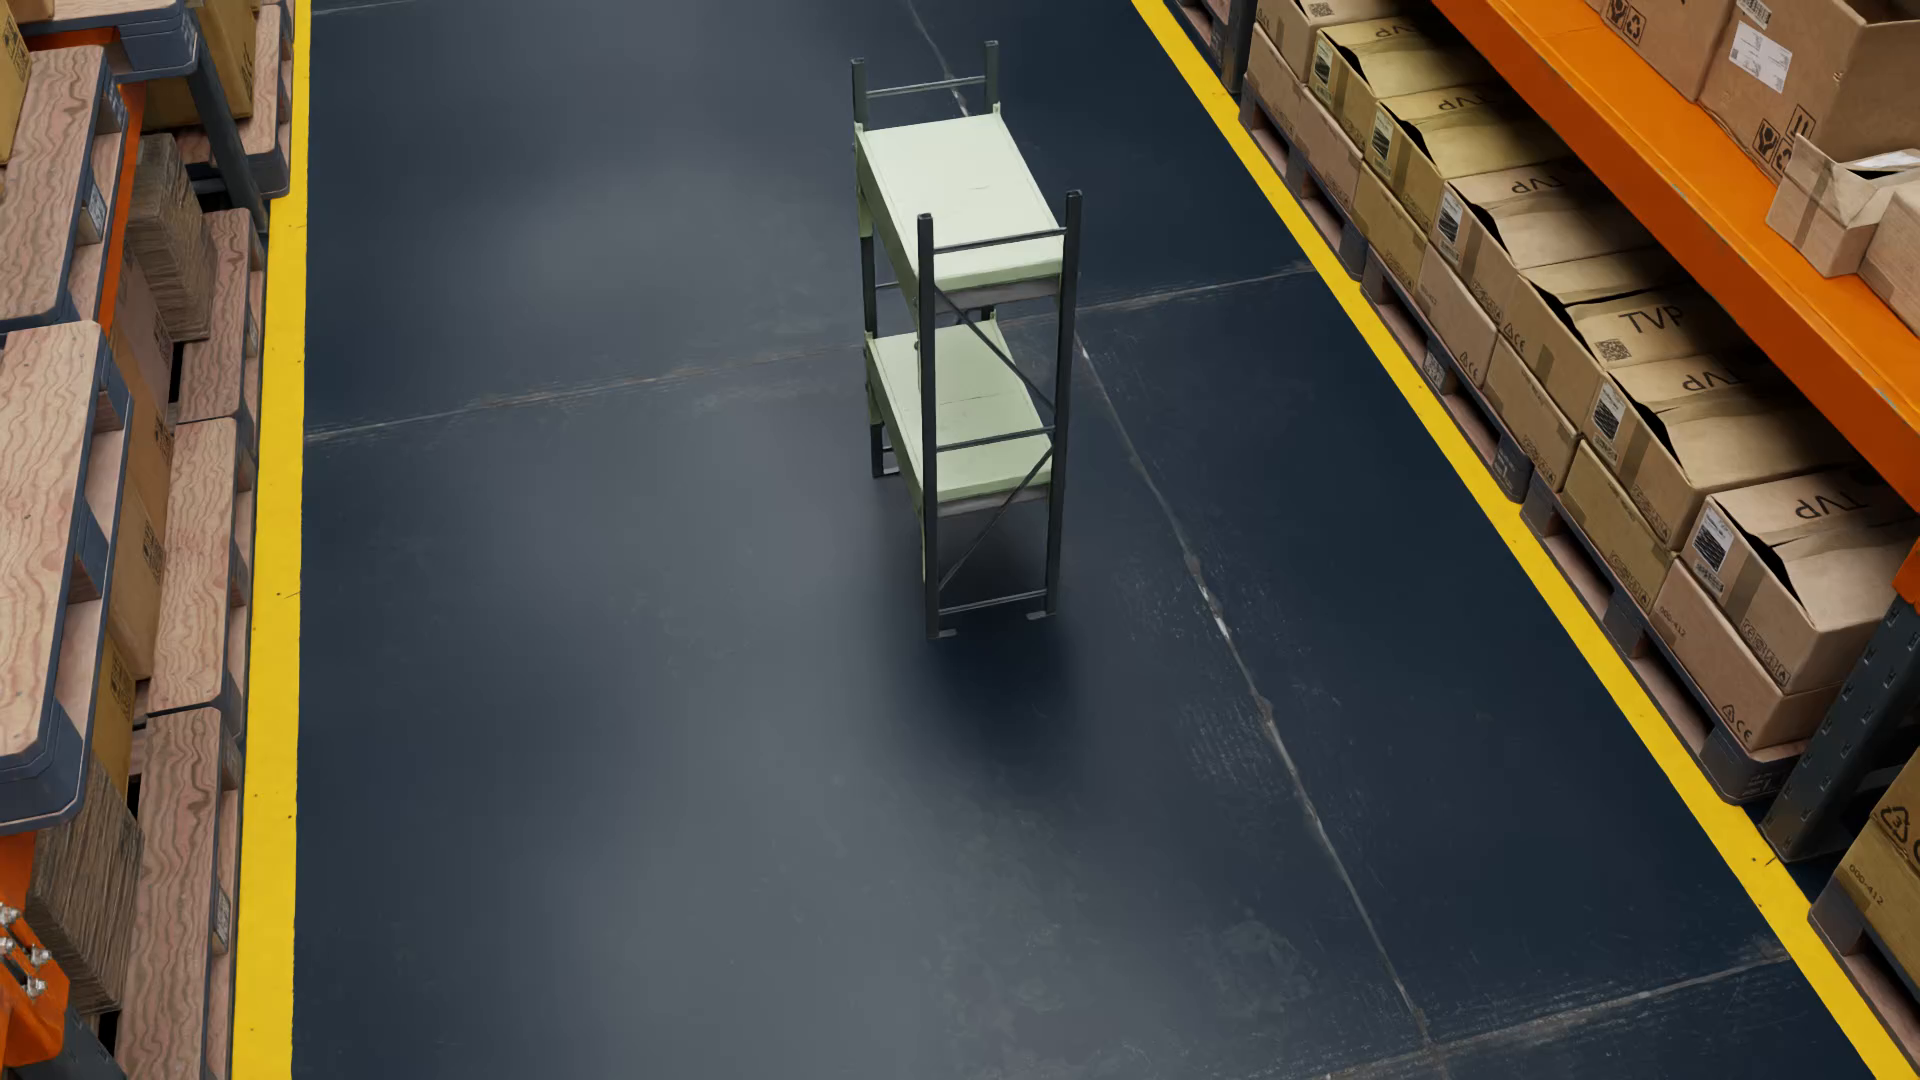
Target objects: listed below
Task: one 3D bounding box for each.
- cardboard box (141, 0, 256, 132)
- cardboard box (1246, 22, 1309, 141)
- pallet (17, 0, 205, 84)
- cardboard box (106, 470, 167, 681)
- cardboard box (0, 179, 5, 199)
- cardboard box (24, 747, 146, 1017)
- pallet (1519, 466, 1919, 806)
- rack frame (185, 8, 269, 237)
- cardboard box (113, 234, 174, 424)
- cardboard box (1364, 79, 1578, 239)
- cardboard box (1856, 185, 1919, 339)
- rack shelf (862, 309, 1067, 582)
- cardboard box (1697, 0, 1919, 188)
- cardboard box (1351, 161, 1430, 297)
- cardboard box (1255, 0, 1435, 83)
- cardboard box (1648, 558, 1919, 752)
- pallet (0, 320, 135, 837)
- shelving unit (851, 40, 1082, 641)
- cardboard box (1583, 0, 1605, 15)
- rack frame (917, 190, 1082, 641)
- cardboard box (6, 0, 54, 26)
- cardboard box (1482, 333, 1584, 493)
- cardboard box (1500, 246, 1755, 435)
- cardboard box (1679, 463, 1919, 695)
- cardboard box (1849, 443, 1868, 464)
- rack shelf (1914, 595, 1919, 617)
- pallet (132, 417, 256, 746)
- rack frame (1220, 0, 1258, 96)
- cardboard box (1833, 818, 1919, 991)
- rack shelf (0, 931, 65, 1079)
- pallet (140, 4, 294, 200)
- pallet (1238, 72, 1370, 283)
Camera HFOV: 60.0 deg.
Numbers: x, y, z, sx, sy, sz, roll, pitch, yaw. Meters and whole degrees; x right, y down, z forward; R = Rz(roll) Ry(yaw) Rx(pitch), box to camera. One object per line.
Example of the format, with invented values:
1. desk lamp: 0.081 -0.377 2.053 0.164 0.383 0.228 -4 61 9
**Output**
1. cardboard box: -3.224 -2.101 6.420 0.750 0.750 0.750 -11 47 -11
2. cardboard box: 1.475 -1.852 6.596 0.500 0.250 0.500 -11 47 -10
3. pallet: -2.878 -1.635 4.886 1.213 0.211 1.003 -11 47 -10
4. cardboard box: -2.616 0.096 4.498 0.700 0.500 0.500 -10 46 -10
5. cardboard box: -2.571 -0.796 3.551 0.700 0.500 0.500 -5 46 -5
6. cardboard box: -2.343 0.803 3.805 0.700 0.500 0.500 -9 46 -9
7. pallet: 2.422 0.153 4.952 1.003 0.211 1.213 -11 47 -10
8. rack frame: -3.163 -2.175 5.281 1.000 3.000 0.127 -11 47 -10
9. cardboard box: -2.909 -0.589 5.169 0.700 0.500 0.500 -11 47 -10
10. cardboard box: 1.746 -1.335 5.697 0.500 0.311 0.500 -12 47 -11
11. cardboard box: 2.480 -0.601 3.844 0.500 0.250 0.500 -8 46 -8
12. rack shelf: 0.002 -0.292 4.943 0.431 0.370 0.720 -11 47 -10
13. cardboard box: 2.333 -1.253 4.308 0.500 0.500 0.500 -8 46 -7
14. cardboard box: 1.743 -1.148 5.906 0.500 0.250 0.500 -12 47 -11
15. cardboard box: 1.475 -2.049 6.396 0.500 0.311 0.500 -9 46 -9
16. cardboard box: 2.262 0.261 4.525 0.500 0.250 0.500 -11 47 -11
17. pallet: -2.194 0.100 3.186 1.003 0.211 1.213 -11 47 -10
18. shelving unit: 0.002 -0.520 4.710 0.431 1.500 0.755 -11 47 -10
19. cardboard box: 2.070 -1.963 5.003 0.500 0.500 0.500 -13 47 -12
20. rack frame: 0.095 -0.268 4.462 0.400 1.500 0.023 -11 47 -10
21. cardboard box: -2.864 -1.660 4.399 0.700 0.500 0.500 -15 47 -14
22. cardboard box: 2.003 -0.442 5.214 0.500 0.250 0.500 -10 46 -9
23. cardboard box: 2.003 -0.632 5.008 0.500 0.311 0.500 -11 47 -10
24. cardboard box: 2.268 0.071 4.319 0.500 0.311 0.500 -11 47 -10
25. cardboard box: 2.661 -0.380 4.760 0.500 0.311 0.500 -11 47 -11
26. rack shelf: 3.161 1.311 2.368 1.077 0.370 4.000 -11 47 -10
27. pallet: -2.656 0.182 4.924 1.003 0.211 1.213 -11 47 -10
28. rack frame: 1.625 -3.083 6.171 1.000 3.000 0.127 -11 47 -10
29. cardboard box: 2.474 0.870 3.929 0.500 0.250 0.500 -11 47 -10
30. rack shelf: -1.627 2.220 1.478 1.077 0.370 4.000 -11 47 -10
31. pallet: -3.292 -1.757 6.824 1.003 0.211 1.213 -11 47 -10
32. pallet: 1.798 -1.531 6.603 1.003 0.211 1.213 -11 47 -10
